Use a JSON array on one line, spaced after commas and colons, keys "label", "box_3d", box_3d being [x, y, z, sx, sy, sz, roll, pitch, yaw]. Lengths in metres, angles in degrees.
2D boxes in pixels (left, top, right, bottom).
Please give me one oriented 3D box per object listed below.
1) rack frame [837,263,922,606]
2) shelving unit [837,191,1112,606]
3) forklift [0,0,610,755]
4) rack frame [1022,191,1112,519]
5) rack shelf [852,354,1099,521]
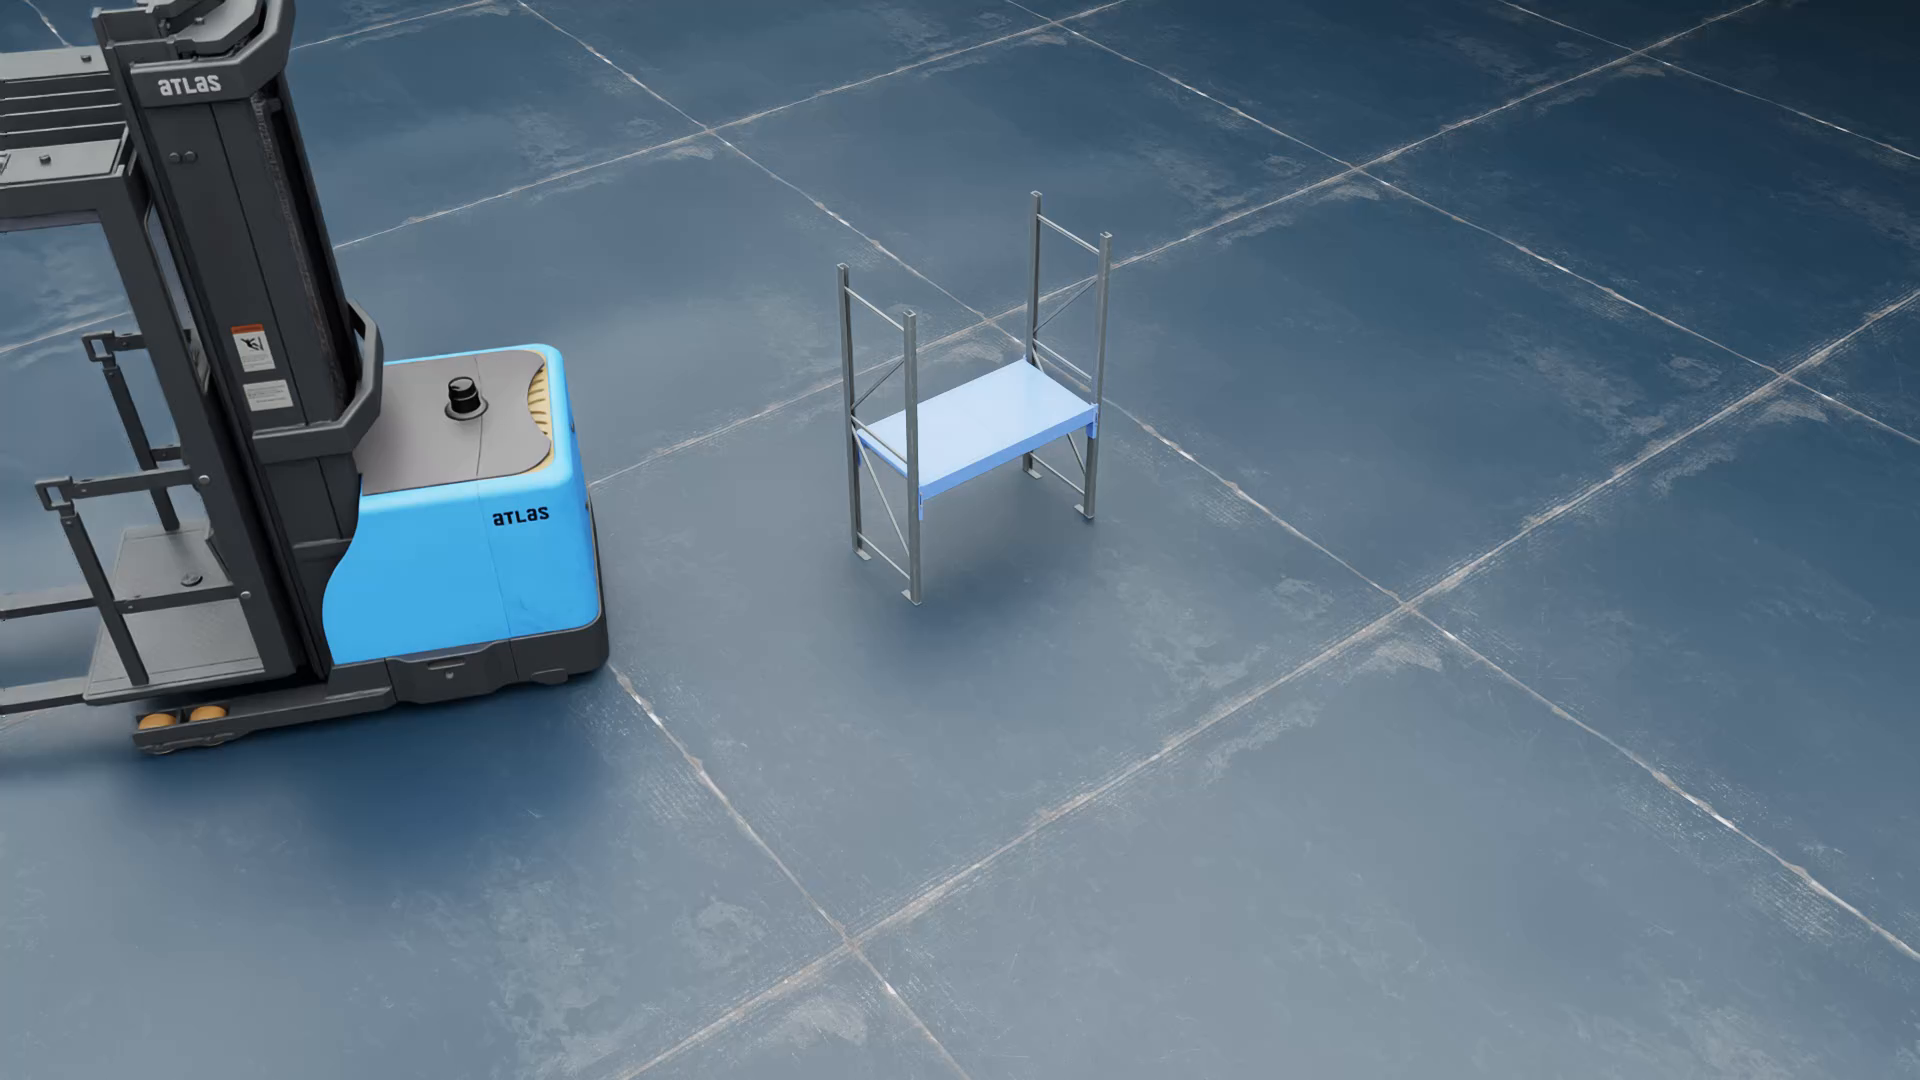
[{"label": "rack frame", "box_3d": [-0.335, -0.416, 7.075, 0.032, 1.500, 0.500, -26, 46, -28]}, {"label": "shelving unit", "box_3d": [0.068, -0.613, 7.315, 1.048, 1.500, 0.538, -26, 46, -28]}, {"label": "forklift", "box_3d": [-3.059, -0.642, 6.221, 3.031, 2.935, 1.130, -9, 40, -10]}, {"label": "rack frame", "box_3d": [0.471, -0.809, 7.554, 0.032, 1.500, 0.500, -26, 46, -28]}, {"label": "rack shelf", "box_3d": [0.068, -0.474, 7.429, 1.000, 0.185, 0.538, -26, 46, -28]}]
